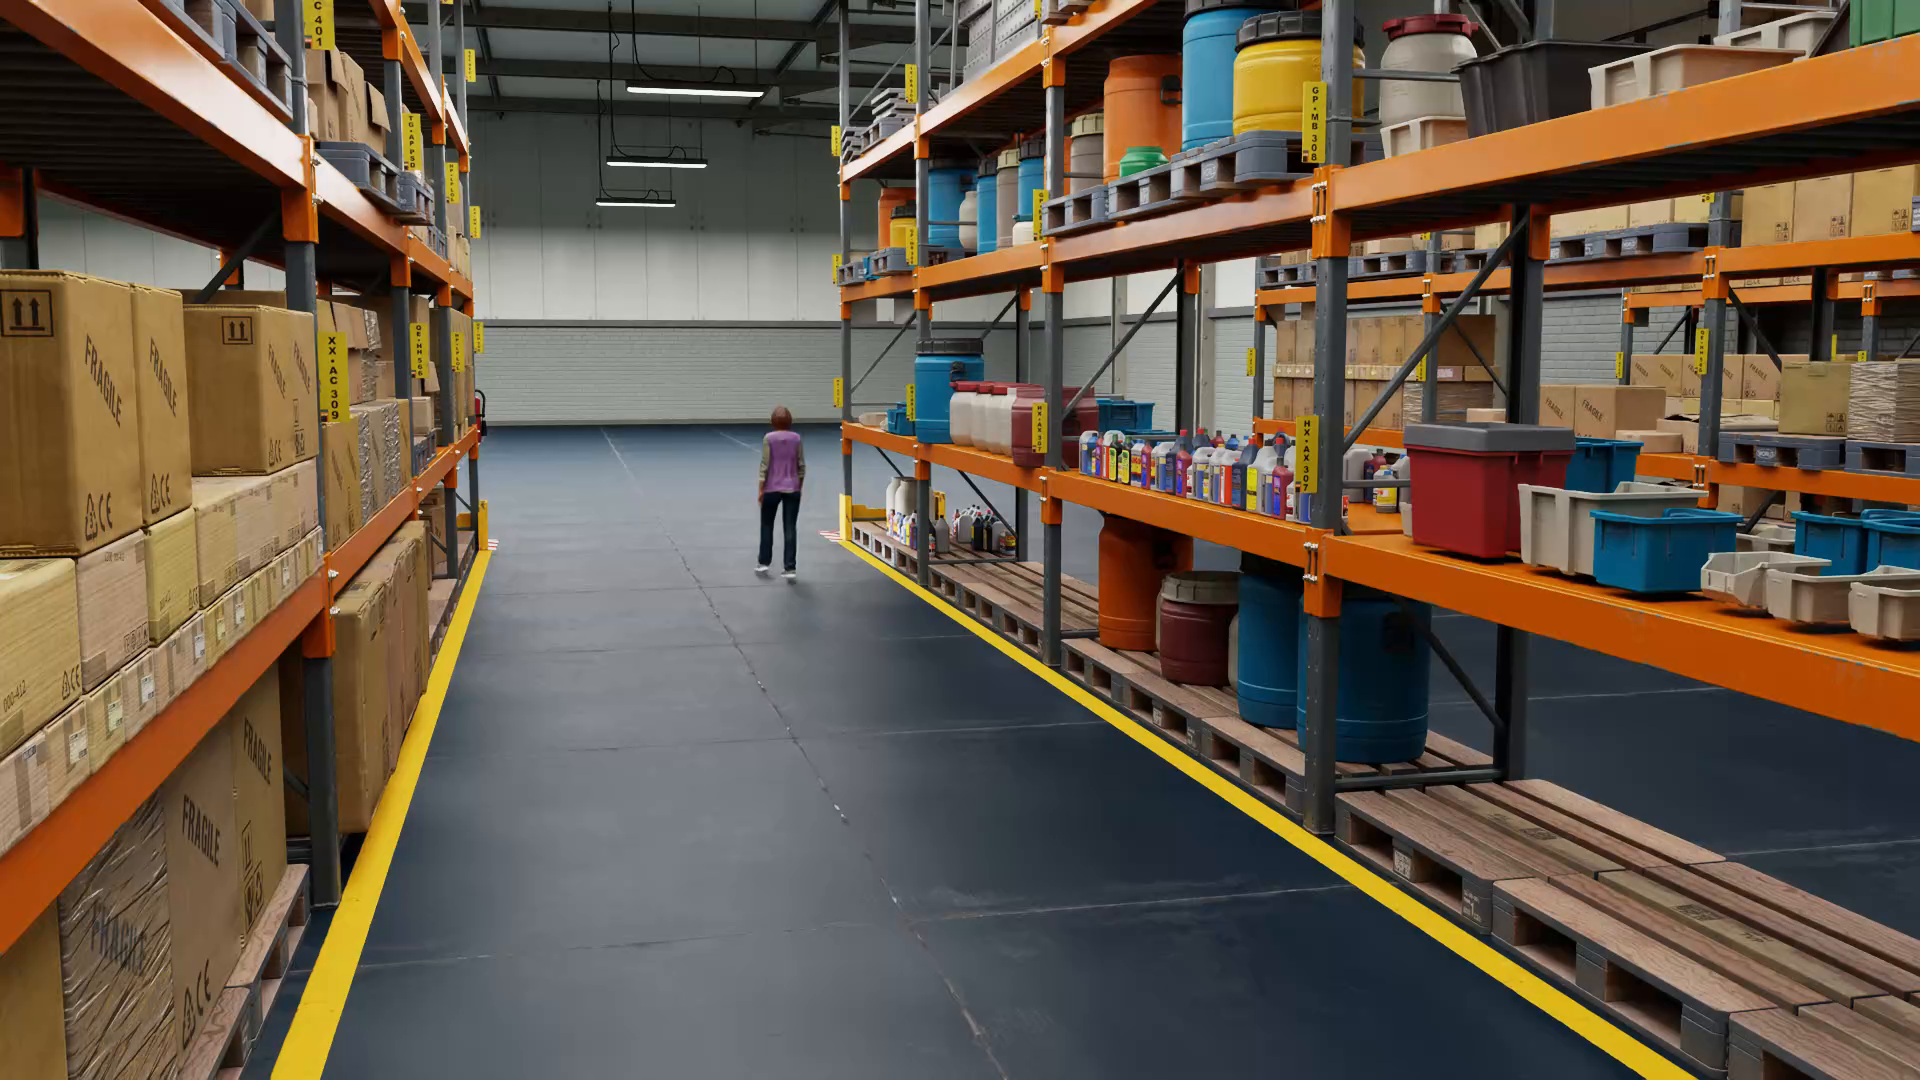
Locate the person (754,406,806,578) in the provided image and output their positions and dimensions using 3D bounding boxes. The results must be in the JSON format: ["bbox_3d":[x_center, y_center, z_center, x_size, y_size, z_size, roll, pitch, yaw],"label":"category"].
[{"bbox_3d":[-1.656,-0.453,15.364,0.456,1.562,0.812,-1,6,-12],"label":"person"}]
